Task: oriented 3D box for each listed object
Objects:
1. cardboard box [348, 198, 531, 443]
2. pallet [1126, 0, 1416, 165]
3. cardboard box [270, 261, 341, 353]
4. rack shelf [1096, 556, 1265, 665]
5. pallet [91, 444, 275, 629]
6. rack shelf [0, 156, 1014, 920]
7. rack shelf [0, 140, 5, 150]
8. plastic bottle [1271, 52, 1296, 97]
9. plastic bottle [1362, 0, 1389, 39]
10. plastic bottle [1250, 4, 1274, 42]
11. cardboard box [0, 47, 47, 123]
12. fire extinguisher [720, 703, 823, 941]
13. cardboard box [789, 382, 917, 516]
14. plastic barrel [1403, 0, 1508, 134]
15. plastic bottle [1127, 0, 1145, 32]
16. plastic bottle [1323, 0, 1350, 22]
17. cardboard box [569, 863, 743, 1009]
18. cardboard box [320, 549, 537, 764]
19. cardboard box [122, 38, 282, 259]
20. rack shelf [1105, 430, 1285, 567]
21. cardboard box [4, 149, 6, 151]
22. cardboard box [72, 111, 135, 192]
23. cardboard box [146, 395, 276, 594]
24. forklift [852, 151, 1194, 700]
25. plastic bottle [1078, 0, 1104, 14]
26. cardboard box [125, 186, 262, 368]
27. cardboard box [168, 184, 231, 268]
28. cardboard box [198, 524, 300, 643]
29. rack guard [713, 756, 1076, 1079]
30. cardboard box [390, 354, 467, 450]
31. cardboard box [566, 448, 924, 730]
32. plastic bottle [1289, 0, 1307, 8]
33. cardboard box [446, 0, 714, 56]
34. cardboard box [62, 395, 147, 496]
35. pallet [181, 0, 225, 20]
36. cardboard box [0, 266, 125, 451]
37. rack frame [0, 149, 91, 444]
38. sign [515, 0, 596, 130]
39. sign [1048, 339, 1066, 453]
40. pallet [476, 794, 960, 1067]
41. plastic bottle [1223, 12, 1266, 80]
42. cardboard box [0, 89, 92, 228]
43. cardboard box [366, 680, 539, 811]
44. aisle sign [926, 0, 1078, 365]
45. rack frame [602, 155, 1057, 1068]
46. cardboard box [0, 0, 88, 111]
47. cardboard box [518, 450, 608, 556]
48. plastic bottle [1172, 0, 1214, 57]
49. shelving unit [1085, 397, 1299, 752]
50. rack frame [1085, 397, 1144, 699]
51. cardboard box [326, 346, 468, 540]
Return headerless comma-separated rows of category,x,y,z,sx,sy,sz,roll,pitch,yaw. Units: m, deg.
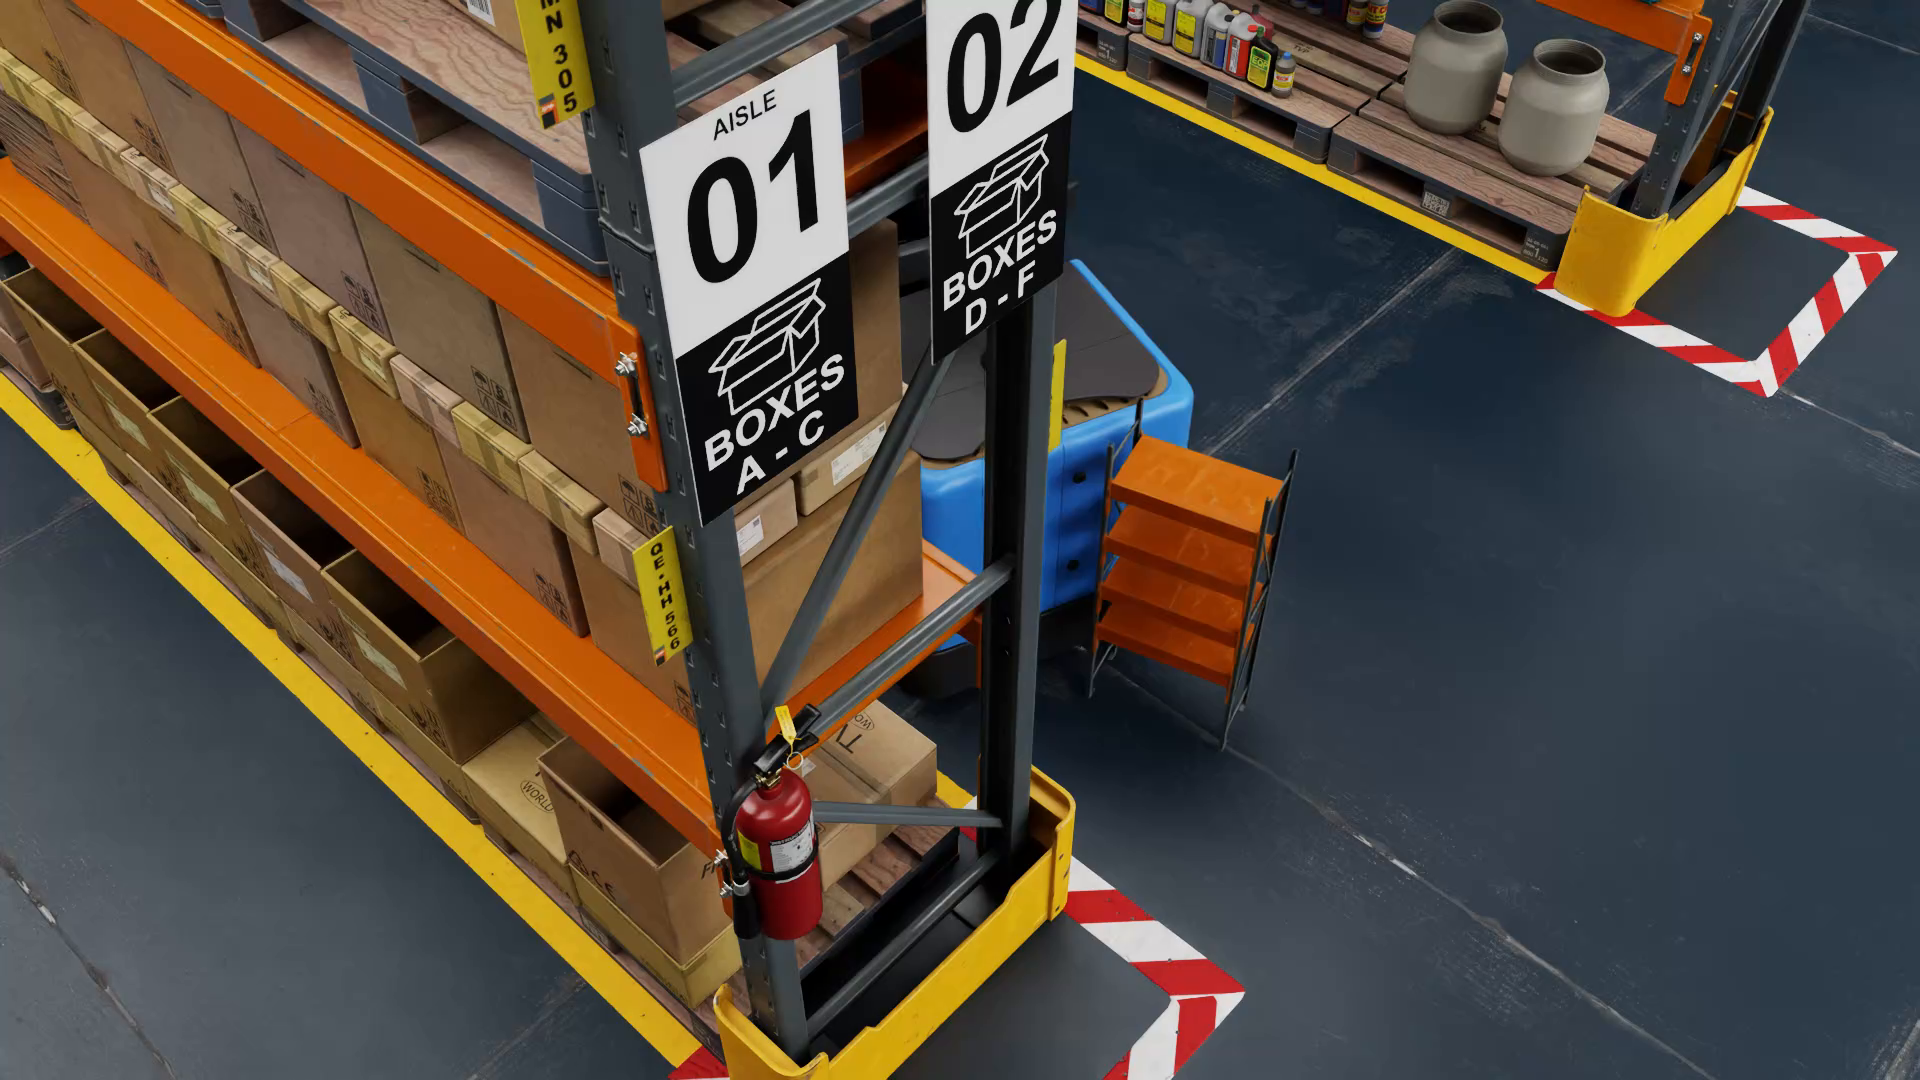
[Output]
cardboard box,-0.940,-0.697,3.888,0.500,0.500,0.700,33,55,27
pallet,1.612,-2.415,8.373,1.213,0.211,1.003,34,55,28
cardboard box,-1.539,-0.680,4.318,0.250,0.149,0.380,35,56,29
rack shelf,0.710,0.186,5.345,0.480,0.148,0.258,21,50,18
pallet,-2.560,-0.305,6.392,1.213,0.211,1.003,34,55,28
rack shelf,-1.646,-0.440,5.099,4.000,0.370,1.077,34,55,28
rack shelf,-4.586,-2.418,6.956,4.000,0.370,1.077,34,55,28
plastic bottle,1.539,-2.215,7.890,0.097,0.201,0.097,0,47,0
plastic bottle,2.065,-2.630,8.231,0.097,0.271,0.097,0,47,0
plastic bottle,1.444,-2.440,8.045,0.133,0.283,0.061,34,55,28
cardboard box,-2.675,-1.444,5.035,0.250,0.149,0.380,33,55,27
fire extinguisher,-0.405,0.636,3.648,0.183,0.674,0.296,34,55,28
cardboard box,-0.319,-0.263,3.926,0.250,0.149,0.380,34,55,27
plastic barrel,2.282,-2.174,7.652,0.421,0.512,0.421,0,47,0
plastic bottle,0.889,-2.653,8.301,0.097,0.201,0.097,0,47,0
plastic bottle,1.911,-2.755,8.341,0.133,0.283,0.061,35,56,28
cardboard box,-0.771,0.993,4.858,0.500,0.250,0.500,34,55,28
cardboard box,-1.517,0.251,5.041,0.500,0.500,0.500,34,55,28
cardboard box,-1.679,-1.193,4.354,0.500,0.500,0.700,34,55,28
rack shelf,0.710,-0.129,5.009,0.480,0.148,0.258,21,50,18
cardboard box,-3.995,-1.371,6.693,0.500,0.311,0.500,35,56,29
cardboard box,-2.299,-1.191,4.797,0.250,0.149,0.380,32,55,27
cardboard box,-2.253,-0.243,5.505,0.500,0.500,0.500,34,55,28
forklift,-0.349,-1.543,5.689,1.130,2.935,3.031,-20,50,-18
plastic bottle,0.697,-2.856,8.390,0.185,0.351,0.144,32,54,26
cardboard box,-2.028,-0.986,5.050,0.500,0.500,0.700,35,56,28
cardboard box,-1.909,-0.931,4.553,0.250,0.149,0.380,34,55,27
cardboard box,-2.253,0.014,5.778,0.500,0.250,0.500,34,55,28
rack guard,-0.159,1.170,4.809,0.348,0.500,1.175,34,55,28
cardboard box,-1.151,-0.421,4.075,0.250,0.149,0.380,35,56,28
cardboard box,-0.511,0.030,4.095,0.500,0.500,0.700,34,55,28
plastic bottle,1.739,-2.848,8.437,0.097,0.271,0.097,0,47,0
cardboard box,-0.596,-1.238,2.842,0.797,0.503,0.637,-34,56,-28
cardboard box,-2.981,-0.486,6.247,0.500,0.250,0.500,34,55,28
pallet,-1.579,-1.661,3.755,1.213,0.211,1.003,34,55,28
cardboard box,-2.988,-0.738,5.969,0.500,0.500,0.500,34,55,28
rack frame,-3.116,-1.675,5.766,0.127,3.000,1.000,34,55,28
sign,-0.555,-0.717,2.255,0.005,0.325,0.100,34,55,28
sign,0.204,-0.315,3.841,0.005,0.325,0.100,34,55,28
pallet,-0.767,0.901,5.259,1.213,0.211,1.003,34,55,28
plastic bottle,1.372,-2.380,7.994,0.135,0.276,0.152,34,56,28
cardboard box,-2.786,-1.494,5.526,0.500,0.500,0.700,33,55,27
cardboard box,-1.515,0.506,5.316,0.500,0.250,0.500,34,55,28
aisle sign,0.079,-0.719,3.084,0.004,0.787,0.394,34,55,28
rack frame,-0.177,0.302,3.909,0.127,3.000,1.000,34,55,28
cardboard box,-2.414,-1.689,4.819,0.500,0.500,0.700,34,55,28
cardboard box,-0.780,-0.169,3.838,0.250,0.149,0.380,35,56,28
plastic bottle,1.146,-2.554,8.106,0.144,0.351,0.185,-36,56,-29
shelving unit,0.710,0.140,5.296,0.503,1.200,0.258,21,50,18
rack frame,0.493,0.059,5.372,0.015,1.200,0.240,21,50,18
cardboard box,-1.261,-0.475,4.570,0.500,0.500,0.700,34,56,28
